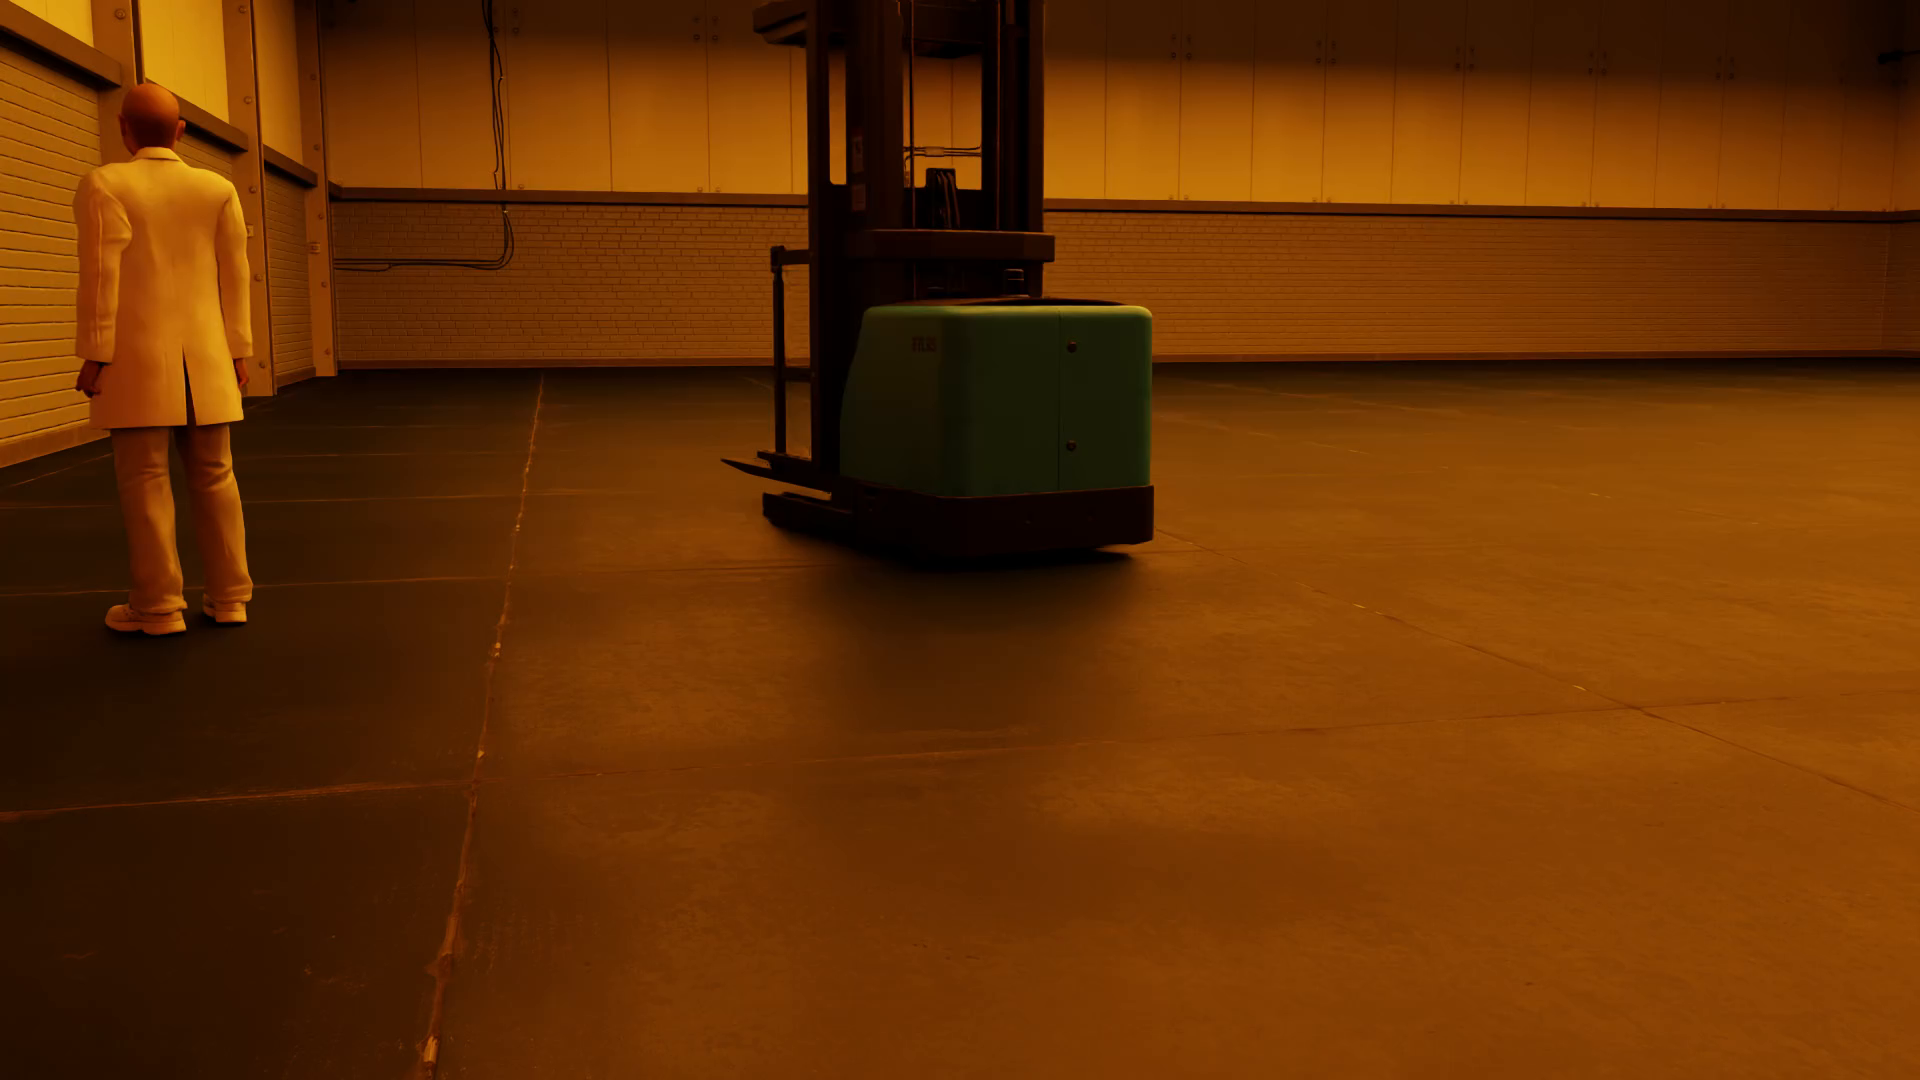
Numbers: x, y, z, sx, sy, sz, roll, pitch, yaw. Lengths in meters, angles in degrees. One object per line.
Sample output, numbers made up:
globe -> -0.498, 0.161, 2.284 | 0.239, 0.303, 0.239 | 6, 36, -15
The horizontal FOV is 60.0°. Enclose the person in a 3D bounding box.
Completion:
person -> -2.651, -0.594, 5.518 | 0.384, 1.783, 0.566 | 7, 11, 41

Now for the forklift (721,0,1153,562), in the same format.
forklift -> -0.321, -1.526, 8.037 | 1.130, 2.935, 3.031 | -4, 9, -29
